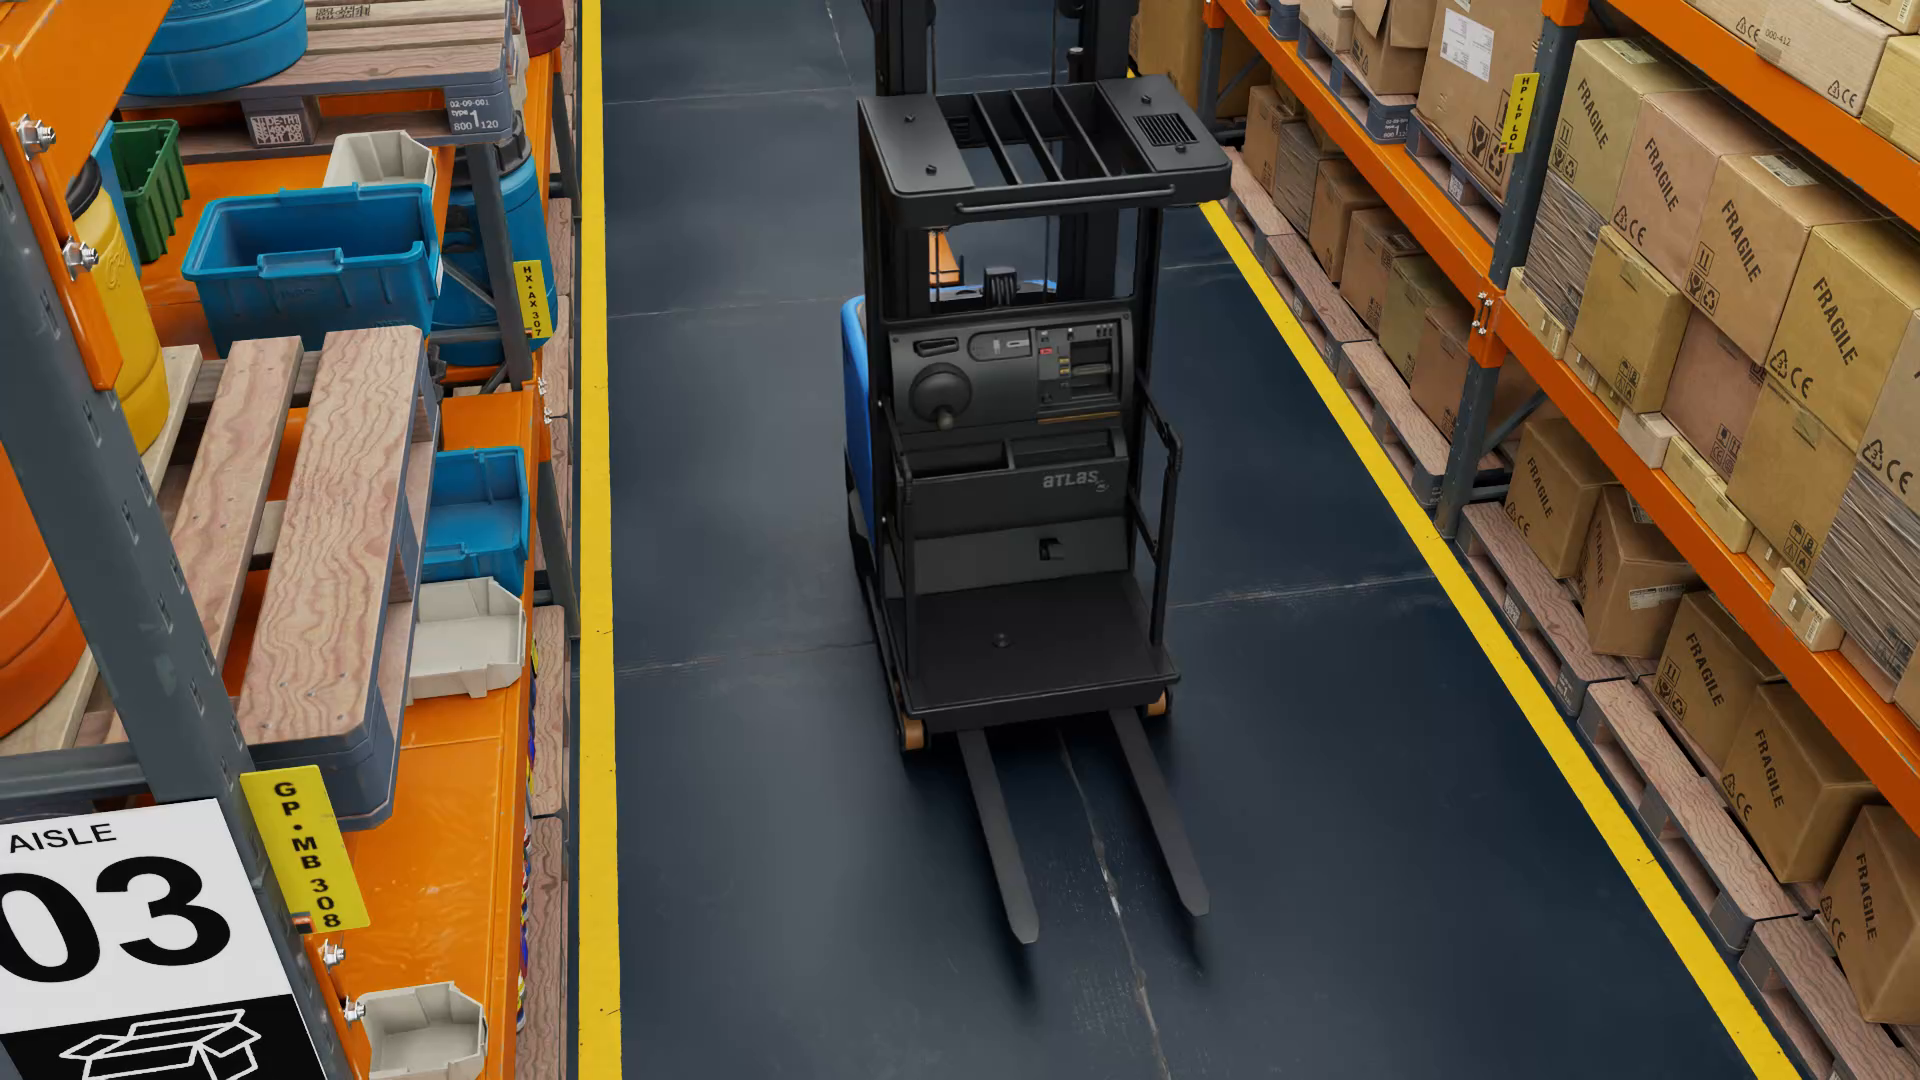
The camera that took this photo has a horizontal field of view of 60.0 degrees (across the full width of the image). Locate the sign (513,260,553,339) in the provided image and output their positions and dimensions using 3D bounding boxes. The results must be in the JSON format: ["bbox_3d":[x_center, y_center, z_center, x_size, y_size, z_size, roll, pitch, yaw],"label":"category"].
[{"bbox_3d":[-1.601,-0.900,6.238,0.100,0.325,0.005,-6,38,-8],"label":"sign"}]

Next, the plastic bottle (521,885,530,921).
[{"bbox_3d":[-1.532,1.185,5.645,0.097,0.271,0.097,0,38,0],"label":"plastic bottle"}]

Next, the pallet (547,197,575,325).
[{"bbox_3d":[-2.748,-1.581,9.613,1.003,0.211,1.213,-6,38,-8],"label":"pallet"}]

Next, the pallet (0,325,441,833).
[{"bbox_3d":[-1.492,0.057,2.940,1.003,0.211,1.213,-6,38,-8],"label":"pallet"}]

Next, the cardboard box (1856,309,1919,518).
[{"bbox_3d":[2.915,-0.316,4.573,0.500,0.500,0.500,-6,38,-8],"label":"cardboard box"}]

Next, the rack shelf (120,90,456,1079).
[{"bbox_3d":[-1.794,-0.431,4.001,1.077,0.370,4.000,-6,38,-8],"label":"rack shelf"}]

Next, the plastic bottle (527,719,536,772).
[{"bbox_3d":[-1.644,0.728,6.223,0.061,0.283,0.133,-4,38,-5],"label":"plastic bottle"}]

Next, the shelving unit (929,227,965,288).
[{"bbox_3d":[-0.150,-0.943,7.986,0.258,1.200,0.503,-7,38,-9],"label":"shelving unit"}]

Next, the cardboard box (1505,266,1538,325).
[{"bbox_3d":[2.474,-1.010,6.810,0.380,0.149,0.250,-6,38,-8],"label":"cardboard box"}]

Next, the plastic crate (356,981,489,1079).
[{"bbox_3d":[-1.283,1.206,3.967,0.298,0.136,0.250,-6,38,-8],"label":"plastic crate"}]

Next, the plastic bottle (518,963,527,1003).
[{"bbox_3d":[-1.472,1.418,5.403,0.097,0.201,0.097,0,38,0],"label":"plastic bottle"}]

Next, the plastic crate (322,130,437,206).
[{"bbox_3d":[-1.465,-0.893,4.224,0.243,0.136,0.396,-6,38,-8],"label":"plastic crate"}]

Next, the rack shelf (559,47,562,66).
[{"bbox_3d":[-3.196,-4.078,11.141,1.077,0.370,4.000,-6,38,-8],"label":"rack shelf"}]

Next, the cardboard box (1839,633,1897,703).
[{"bbox_3d":[2.945,0.341,5.071,0.380,0.149,0.250,-6,38,-8],"label":"cardboard box"}]

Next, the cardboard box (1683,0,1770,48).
[{"bbox_3d":[2.657,-1.778,5.271,0.500,0.250,0.500,-7,38,-8],"label":"cardboard box"}]

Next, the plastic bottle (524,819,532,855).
[{"bbox_3d":[-1.585,1.029,5.903,0.097,0.201,0.097,0,38,0],"label":"plastic bottle"}]

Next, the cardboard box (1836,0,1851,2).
[{"bbox_3d":[2.672,-1.691,4.834,0.380,0.149,0.250,-7,38,-9],"label":"cardboard box"}]

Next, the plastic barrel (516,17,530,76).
[{"bbox_3d":[-2.455,-2.600,8.561,0.421,0.512,0.421,0,38,0],"label":"plastic barrel"}]

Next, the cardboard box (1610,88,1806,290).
[{"bbox_3d":[2.650,-1.222,5.739,0.500,0.500,0.500,-6,38,-8],"label":"cardboard box"}]

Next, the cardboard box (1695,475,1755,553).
[{"bbox_3d":[2.750,-0.105,5.645,0.380,0.149,0.250,-6,38,-8],"label":"cardboard box"}]

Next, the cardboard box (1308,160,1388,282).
[{"bbox_3d":[2.384,-1.796,9.296,0.700,0.500,0.500,-3,38,-4],"label":"cardboard box"}]

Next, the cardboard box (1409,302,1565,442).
[{"bbox_3d":[2.646,-0.831,8.054,0.700,0.500,0.500,-9,39,-11],"label":"cardboard box"}]

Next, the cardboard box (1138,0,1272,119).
[{"bbox_3d":[1.930,-3.433,11.114,1.225,0.875,0.875,-8,39,-10],"label":"cardboard box"}]

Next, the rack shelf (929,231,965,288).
[{"bbox_3d":[-0.150,-1.254,7.745,0.258,0.148,0.480,-7,38,-9],"label":"rack shelf"}]

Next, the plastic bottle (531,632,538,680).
[{"bbox_3d":[-1.735,0.415,6.626,0.061,0.283,0.133,-4,38,-6],"label":"plastic bottle"}]

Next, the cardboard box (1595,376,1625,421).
[{"bbox_3d":[2.629,-0.559,6.230,0.380,0.149,0.250,-6,38,-8],"label":"cardboard box"}]

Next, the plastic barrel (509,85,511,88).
[{"bbox_3d":[-2.225,-1.837,7.559,0.433,0.535,0.433,0,38,0],"label":"plastic barrel"}]

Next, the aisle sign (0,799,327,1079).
[{"bbox_3d":[-1.142,0.663,2.333,0.394,0.787,0.004,-6,38,-8],"label":"aisle sign"}]

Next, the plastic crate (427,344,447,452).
[{"bbox_3d":[-2.178,-0.384,5.850,0.767,0.338,0.504,-6,38,-8],"label":"plastic crate"}]

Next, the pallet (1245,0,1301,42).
[{"bbox_3d":[2.261,-3.193,9.571,1.213,0.211,1.003,-6,38,-8],"label":"pallet"}]

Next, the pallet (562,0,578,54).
[{"bbox_3d":[-3.452,-3.999,12.725,1.003,0.211,1.213,-6,38,-8],"label":"pallet"}]

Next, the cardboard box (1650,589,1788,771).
[{"bbox_3d":[3.057,0.508,6.347,0.500,0.500,0.500,-9,39,-12],"label":"cardboard box"}]

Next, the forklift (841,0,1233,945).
[{"bbox_3d":[0.243,-0.565,6.088,1.130,2.935,3.031,-7,38,-9],"label":"forklift"}]

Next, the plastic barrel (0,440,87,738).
[{"bbox_3d":[-1.653,-0.122,2.325,0.600,0.830,0.708,-6,38,-8],"label":"plastic barrel"}]

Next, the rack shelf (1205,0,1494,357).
[{"bbox_3d":[2.381,-2.195,8.717,1.077,0.370,4.000,-6,38,-8],"label":"rack shelf"}]

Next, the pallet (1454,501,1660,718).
[{"bbox_3d":[2.885,0.232,7.280,1.003,0.211,1.213,-6,38,-8],"label":"pallet"}]

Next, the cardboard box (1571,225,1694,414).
[{"bbox_3d":[2.803,-0.844,6.067,0.875,0.500,0.500,-6,38,-8],"label":"cardboard box"}]

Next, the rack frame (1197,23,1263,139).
[{"bbox_3d":[2.031,-3.687,10.051,1.000,3.000,0.127,-6,38,-8],"label":"rack frame"}]

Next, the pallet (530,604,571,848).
[{"bbox_3d":[-2.067,0.773,6.583,1.003,0.211,1.213,-6,38,-8],"label":"pallet"}]

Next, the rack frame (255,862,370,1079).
[{"bbox_3d":[-1.443,1.677,3.146,1.000,3.000,0.127,-6,38,-8],"label":"rack frame"}]

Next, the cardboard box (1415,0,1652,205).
[{"bbox_3d":[2.731,-2.169,7.266,1.000,1.000,1.000,-6,38,-8],"label":"cardboard box"}]

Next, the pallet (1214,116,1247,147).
[{"bbox_3d":[1.967,-3.070,11.530,1.003,0.211,1.213,-6,38,-8],"label":"pallet"}]

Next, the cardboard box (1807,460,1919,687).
[{"bbox_3d":[3.113,0.057,4.908,0.875,0.500,0.500,-6,38,-8],"label":"cardboard box"}]
